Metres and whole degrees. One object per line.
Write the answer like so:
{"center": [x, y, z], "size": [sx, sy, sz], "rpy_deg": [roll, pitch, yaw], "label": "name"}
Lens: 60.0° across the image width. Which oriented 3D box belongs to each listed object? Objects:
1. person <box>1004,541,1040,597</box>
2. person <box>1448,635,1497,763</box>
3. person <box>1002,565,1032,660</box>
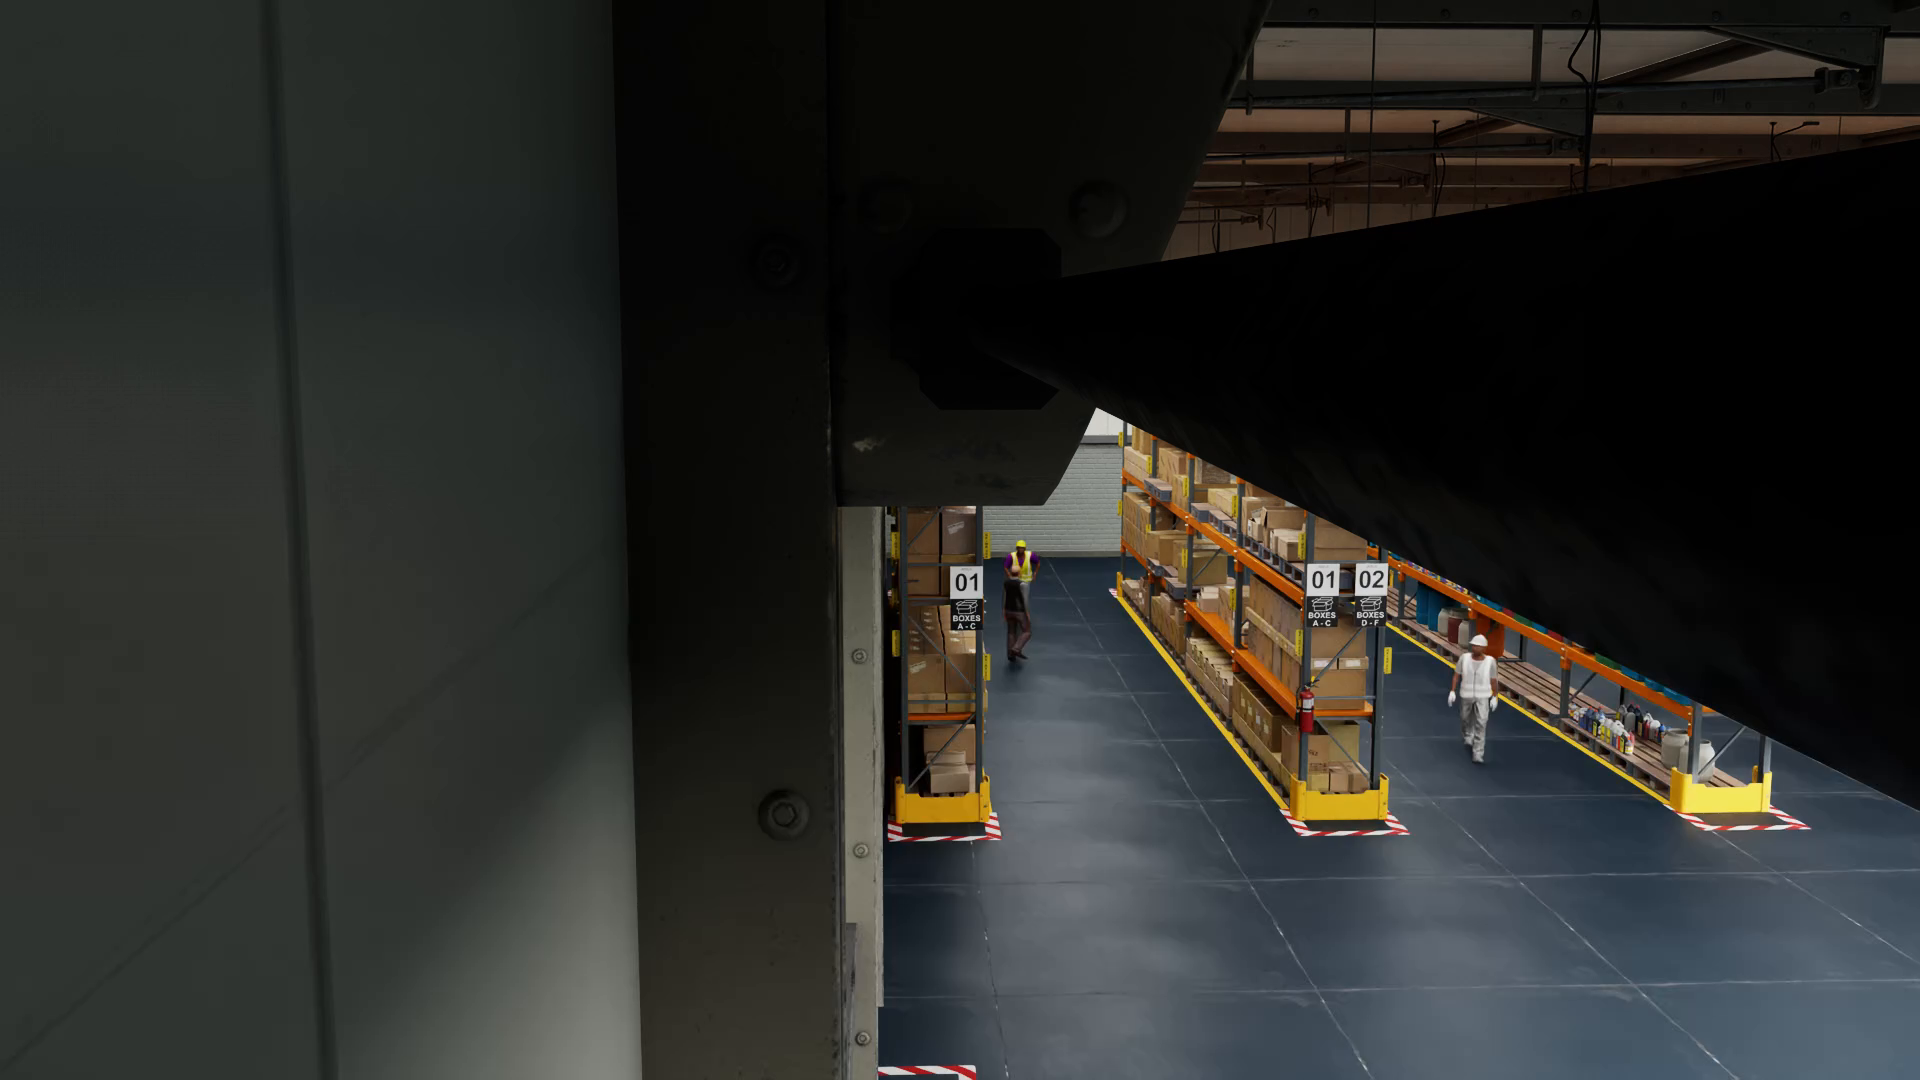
{"center": [1.250, 0.807, 33.489], "size": [0.732, 1.667, 0.696], "rpy_deg": [1, 8, 5], "label": "person"}
{"center": [7.208, 2.195, 23.365], "size": [0.652, 1.738, 1.043], "rpy_deg": [3, 8, 19], "label": "person"}
{"center": [0.980, 1.306, 29.701], "size": [0.552, 1.722, 0.459], "rpy_deg": [6, 10, 38], "label": "person"}
